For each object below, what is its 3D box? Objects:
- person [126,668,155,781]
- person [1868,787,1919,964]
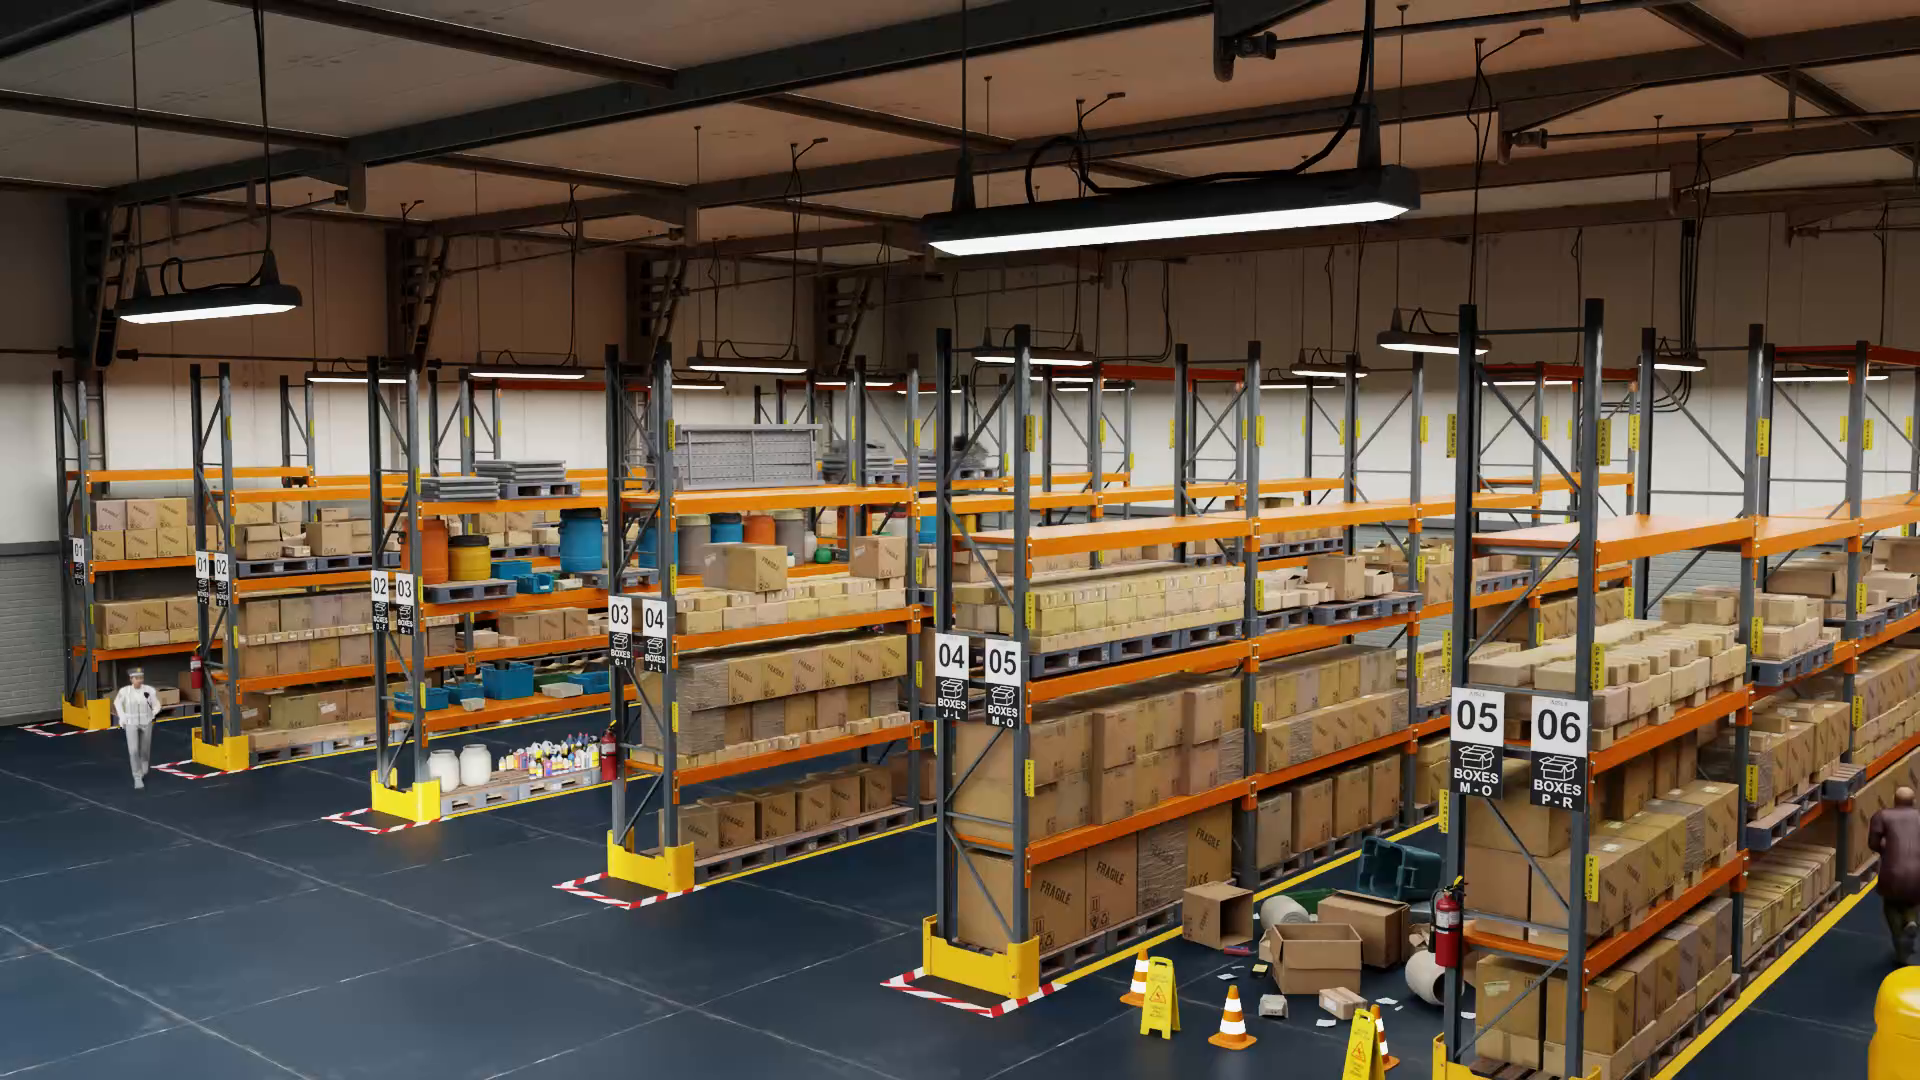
[{"bbox_3d":[-11.675,2.576,23.659,0.374,1.595,0.720,-2,5,-30],"label":"person"},{"bbox_3d":[9.167,3.216,16.019,0.737,1.598,0.847,2,5,24],"label":"person"}]
